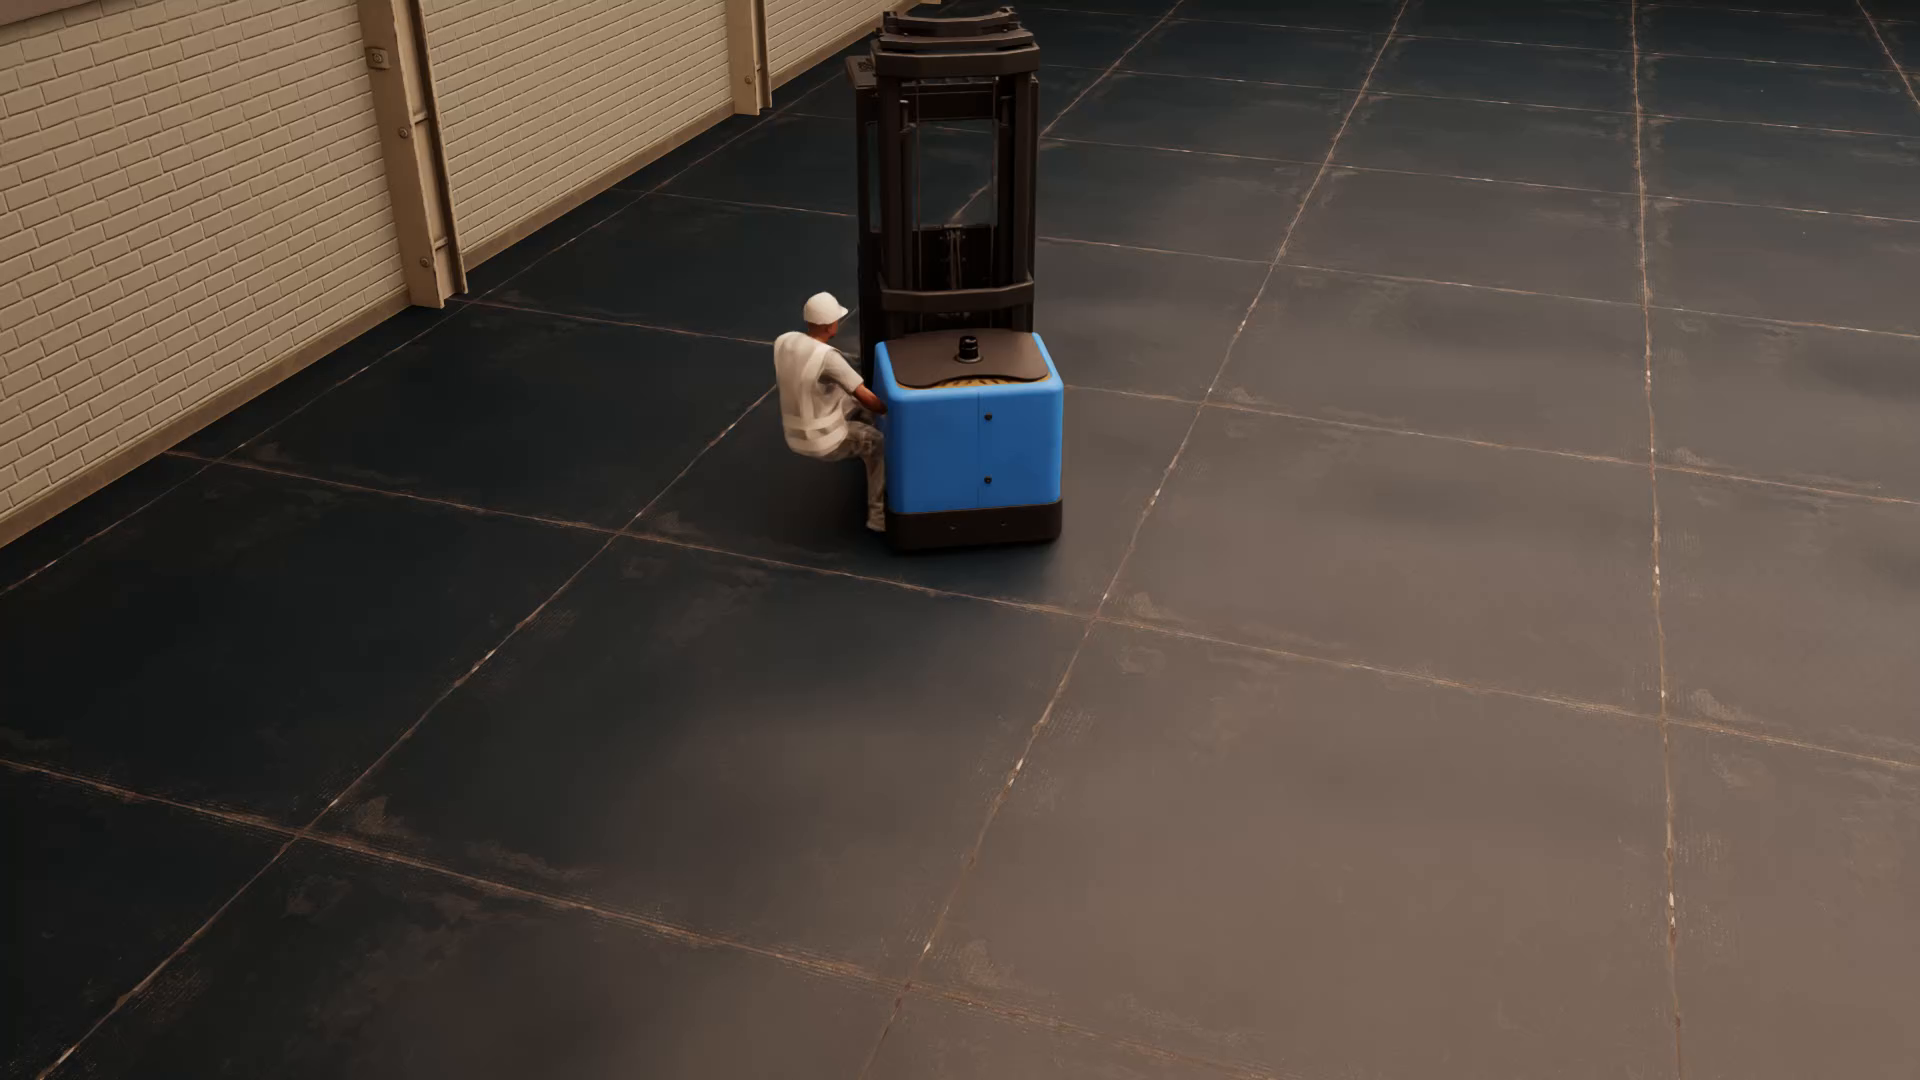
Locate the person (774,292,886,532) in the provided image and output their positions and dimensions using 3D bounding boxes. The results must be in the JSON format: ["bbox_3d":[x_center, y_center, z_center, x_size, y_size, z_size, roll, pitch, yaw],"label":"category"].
[{"bbox_3d":[-0.664,-0.778,9.963,0.841,1.551,0.877,25,38,36],"label":"person"}]

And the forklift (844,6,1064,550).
[{"bbox_3d":[-0.116,-1.926,10.514,1.130,2.935,3.031,-4,30,-7],"label":"forklift"}]
